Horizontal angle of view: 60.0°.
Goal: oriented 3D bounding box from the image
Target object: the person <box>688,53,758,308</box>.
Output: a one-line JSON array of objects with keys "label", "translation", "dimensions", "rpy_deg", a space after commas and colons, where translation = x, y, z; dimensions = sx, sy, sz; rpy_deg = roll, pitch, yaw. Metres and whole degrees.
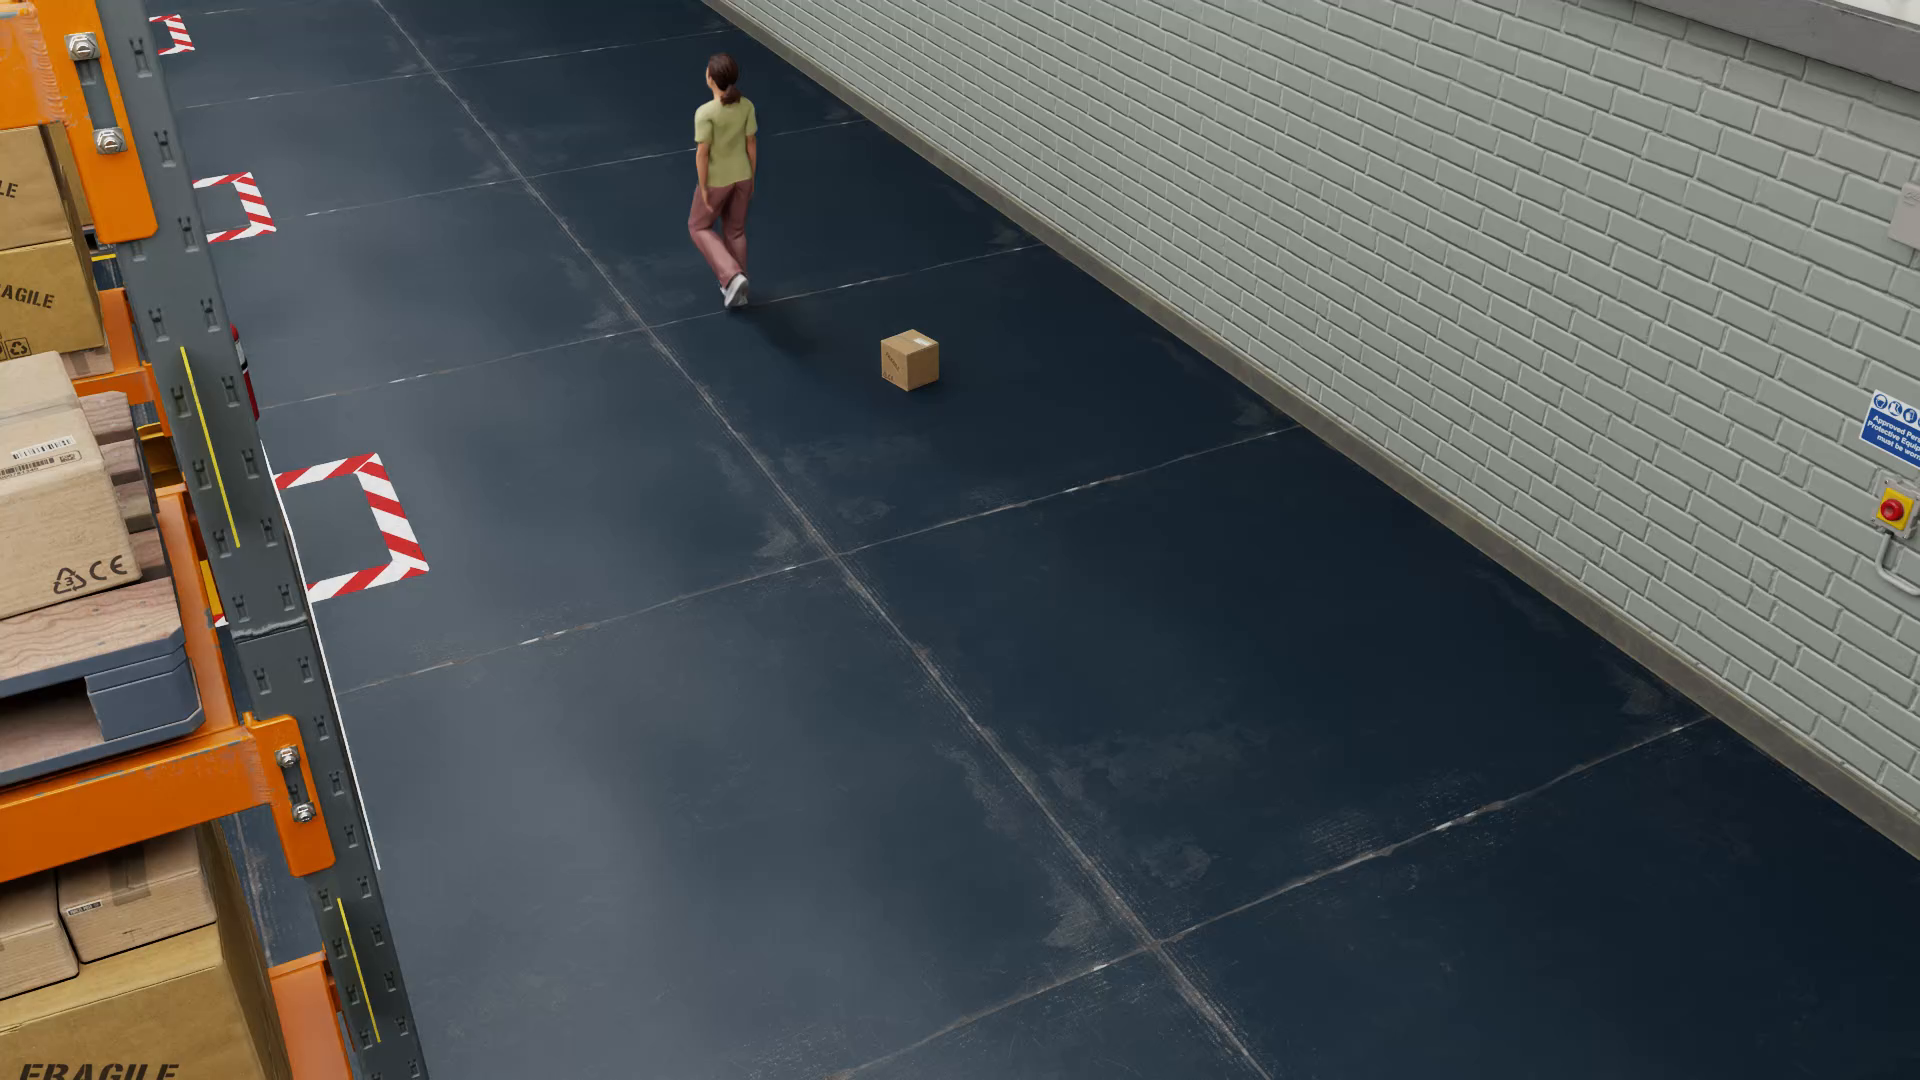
[{"label": "person", "translation": [-1.475, -2.256, 10.558], "dimensions": [0.448, 1.657, 0.510], "rpy_deg": [-22, 39, -30]}]
